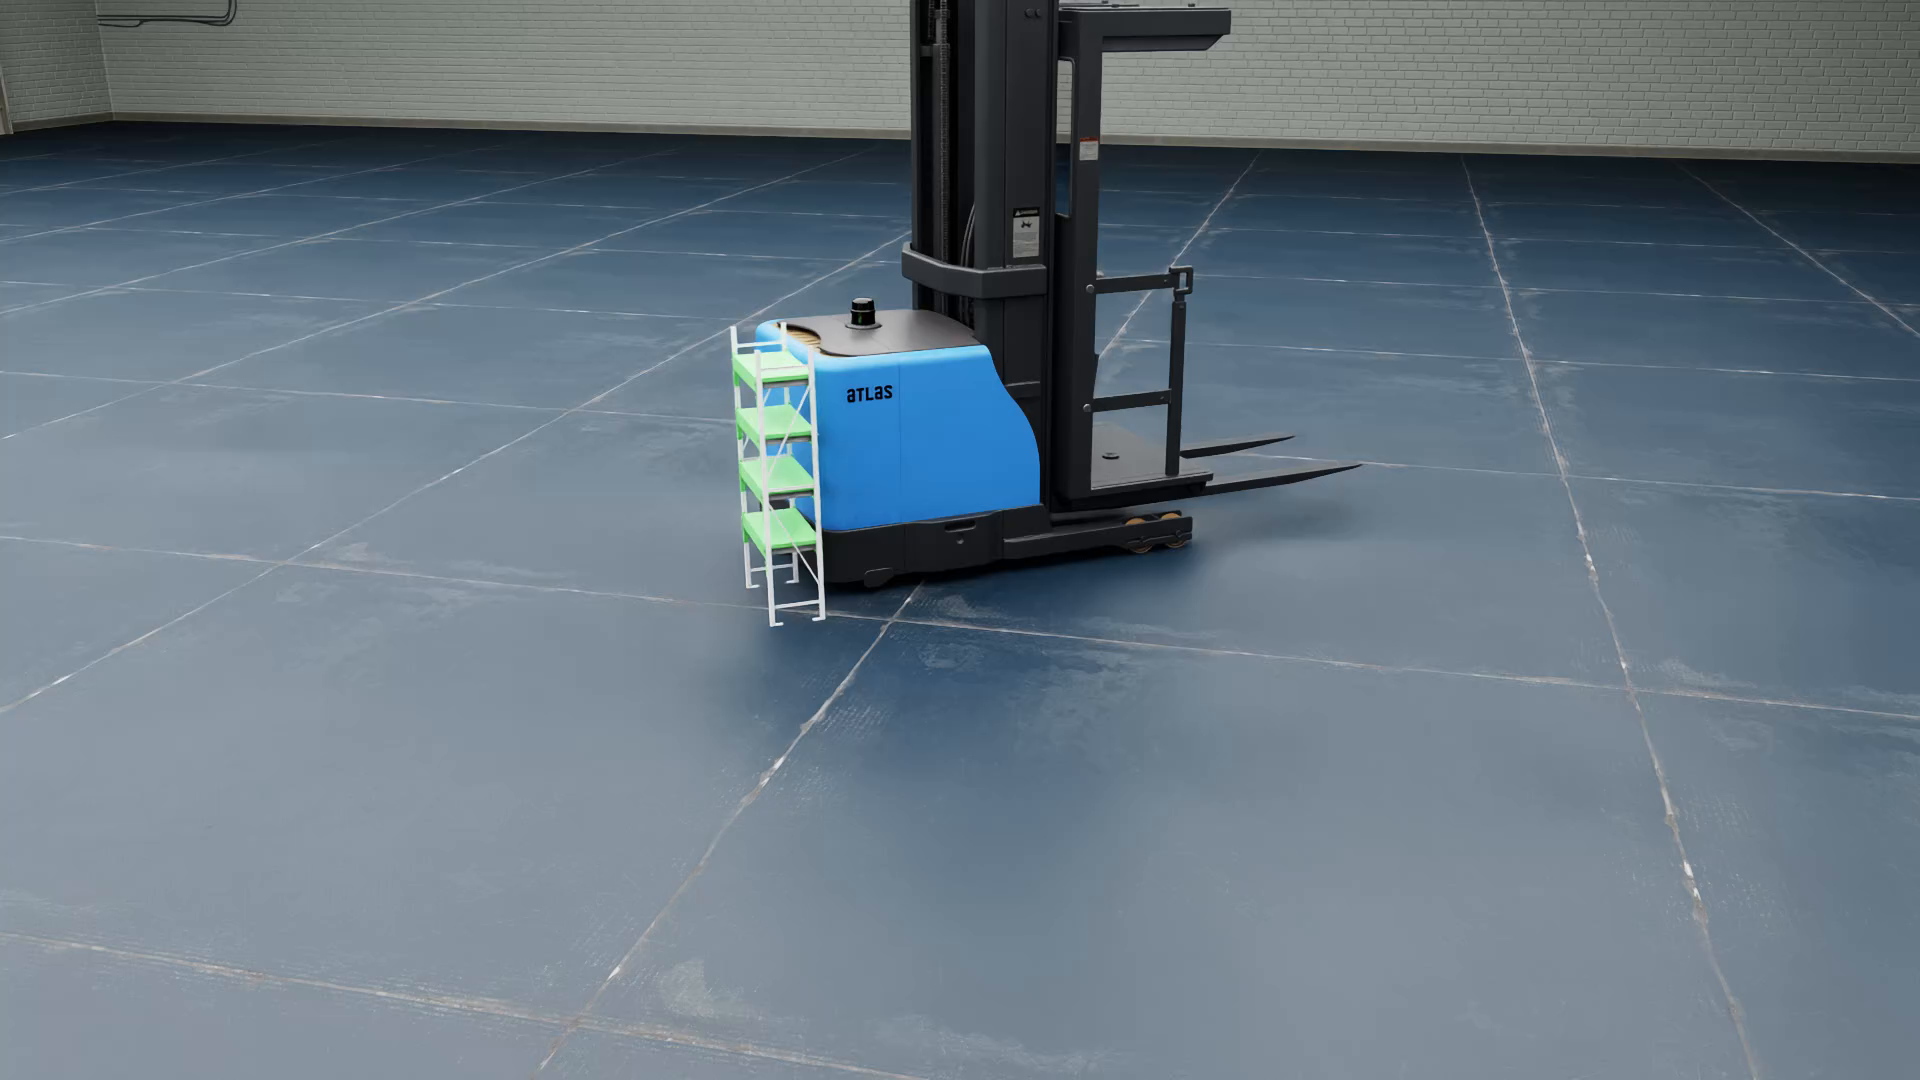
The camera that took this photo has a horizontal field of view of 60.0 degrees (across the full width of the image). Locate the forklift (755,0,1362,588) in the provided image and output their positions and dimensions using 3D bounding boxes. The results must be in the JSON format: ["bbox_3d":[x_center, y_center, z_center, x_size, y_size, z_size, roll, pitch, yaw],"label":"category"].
[{"bbox_3d":[0.576,-1.470,7.956,3.031,2.935,1.130,-8,20,-23],"label":"forklift"}]

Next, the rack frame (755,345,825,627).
[{"bbox_3d":[-0.706,-0.213,6.949,0.240,1.200,0.015,-7,20,-17],"label":"rack frame"}]

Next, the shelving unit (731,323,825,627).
[{"bbox_3d":[-0.785,-0.288,7.168,0.258,1.200,0.503,-7,20,-17],"label":"shelving unit"}]

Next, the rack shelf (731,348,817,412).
[{"bbox_3d":[-0.791,-0.681,7.031,0.258,0.148,0.480,-7,20,-17],"label":"rack shelf"}]

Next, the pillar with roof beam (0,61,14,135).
[{"bbox_3d":[-12.390,-10.896,26.167,9.100,9.000,0.400,5,19,13],"label":"pillar with roof beam"}]

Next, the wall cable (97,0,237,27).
[{"bbox_3d":[-14.562,-10.586,30.062,3.097,2.526,0.112,5,19,13],"label":"wall cable"}]

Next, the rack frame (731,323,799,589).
[{"bbox_3d":[-0.863,-0.363,7.386,0.240,1.200,0.015,-7,20,-17],"label":"rack frame"}]

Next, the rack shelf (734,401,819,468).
[{"bbox_3d":[-0.787,-0.454,7.110,0.258,0.148,0.480,-7,20,-17],"label":"rack shelf"}]

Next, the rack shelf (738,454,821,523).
[{"bbox_3d":[-0.784,-0.228,7.189,0.258,0.148,0.480,-7,20,-17],"label":"rack shelf"}]

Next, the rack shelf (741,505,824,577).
[{"bbox_3d":[-0.780,-0.001,7.267,0.258,0.148,0.480,-7,20,-17],"label":"rack shelf"}]
